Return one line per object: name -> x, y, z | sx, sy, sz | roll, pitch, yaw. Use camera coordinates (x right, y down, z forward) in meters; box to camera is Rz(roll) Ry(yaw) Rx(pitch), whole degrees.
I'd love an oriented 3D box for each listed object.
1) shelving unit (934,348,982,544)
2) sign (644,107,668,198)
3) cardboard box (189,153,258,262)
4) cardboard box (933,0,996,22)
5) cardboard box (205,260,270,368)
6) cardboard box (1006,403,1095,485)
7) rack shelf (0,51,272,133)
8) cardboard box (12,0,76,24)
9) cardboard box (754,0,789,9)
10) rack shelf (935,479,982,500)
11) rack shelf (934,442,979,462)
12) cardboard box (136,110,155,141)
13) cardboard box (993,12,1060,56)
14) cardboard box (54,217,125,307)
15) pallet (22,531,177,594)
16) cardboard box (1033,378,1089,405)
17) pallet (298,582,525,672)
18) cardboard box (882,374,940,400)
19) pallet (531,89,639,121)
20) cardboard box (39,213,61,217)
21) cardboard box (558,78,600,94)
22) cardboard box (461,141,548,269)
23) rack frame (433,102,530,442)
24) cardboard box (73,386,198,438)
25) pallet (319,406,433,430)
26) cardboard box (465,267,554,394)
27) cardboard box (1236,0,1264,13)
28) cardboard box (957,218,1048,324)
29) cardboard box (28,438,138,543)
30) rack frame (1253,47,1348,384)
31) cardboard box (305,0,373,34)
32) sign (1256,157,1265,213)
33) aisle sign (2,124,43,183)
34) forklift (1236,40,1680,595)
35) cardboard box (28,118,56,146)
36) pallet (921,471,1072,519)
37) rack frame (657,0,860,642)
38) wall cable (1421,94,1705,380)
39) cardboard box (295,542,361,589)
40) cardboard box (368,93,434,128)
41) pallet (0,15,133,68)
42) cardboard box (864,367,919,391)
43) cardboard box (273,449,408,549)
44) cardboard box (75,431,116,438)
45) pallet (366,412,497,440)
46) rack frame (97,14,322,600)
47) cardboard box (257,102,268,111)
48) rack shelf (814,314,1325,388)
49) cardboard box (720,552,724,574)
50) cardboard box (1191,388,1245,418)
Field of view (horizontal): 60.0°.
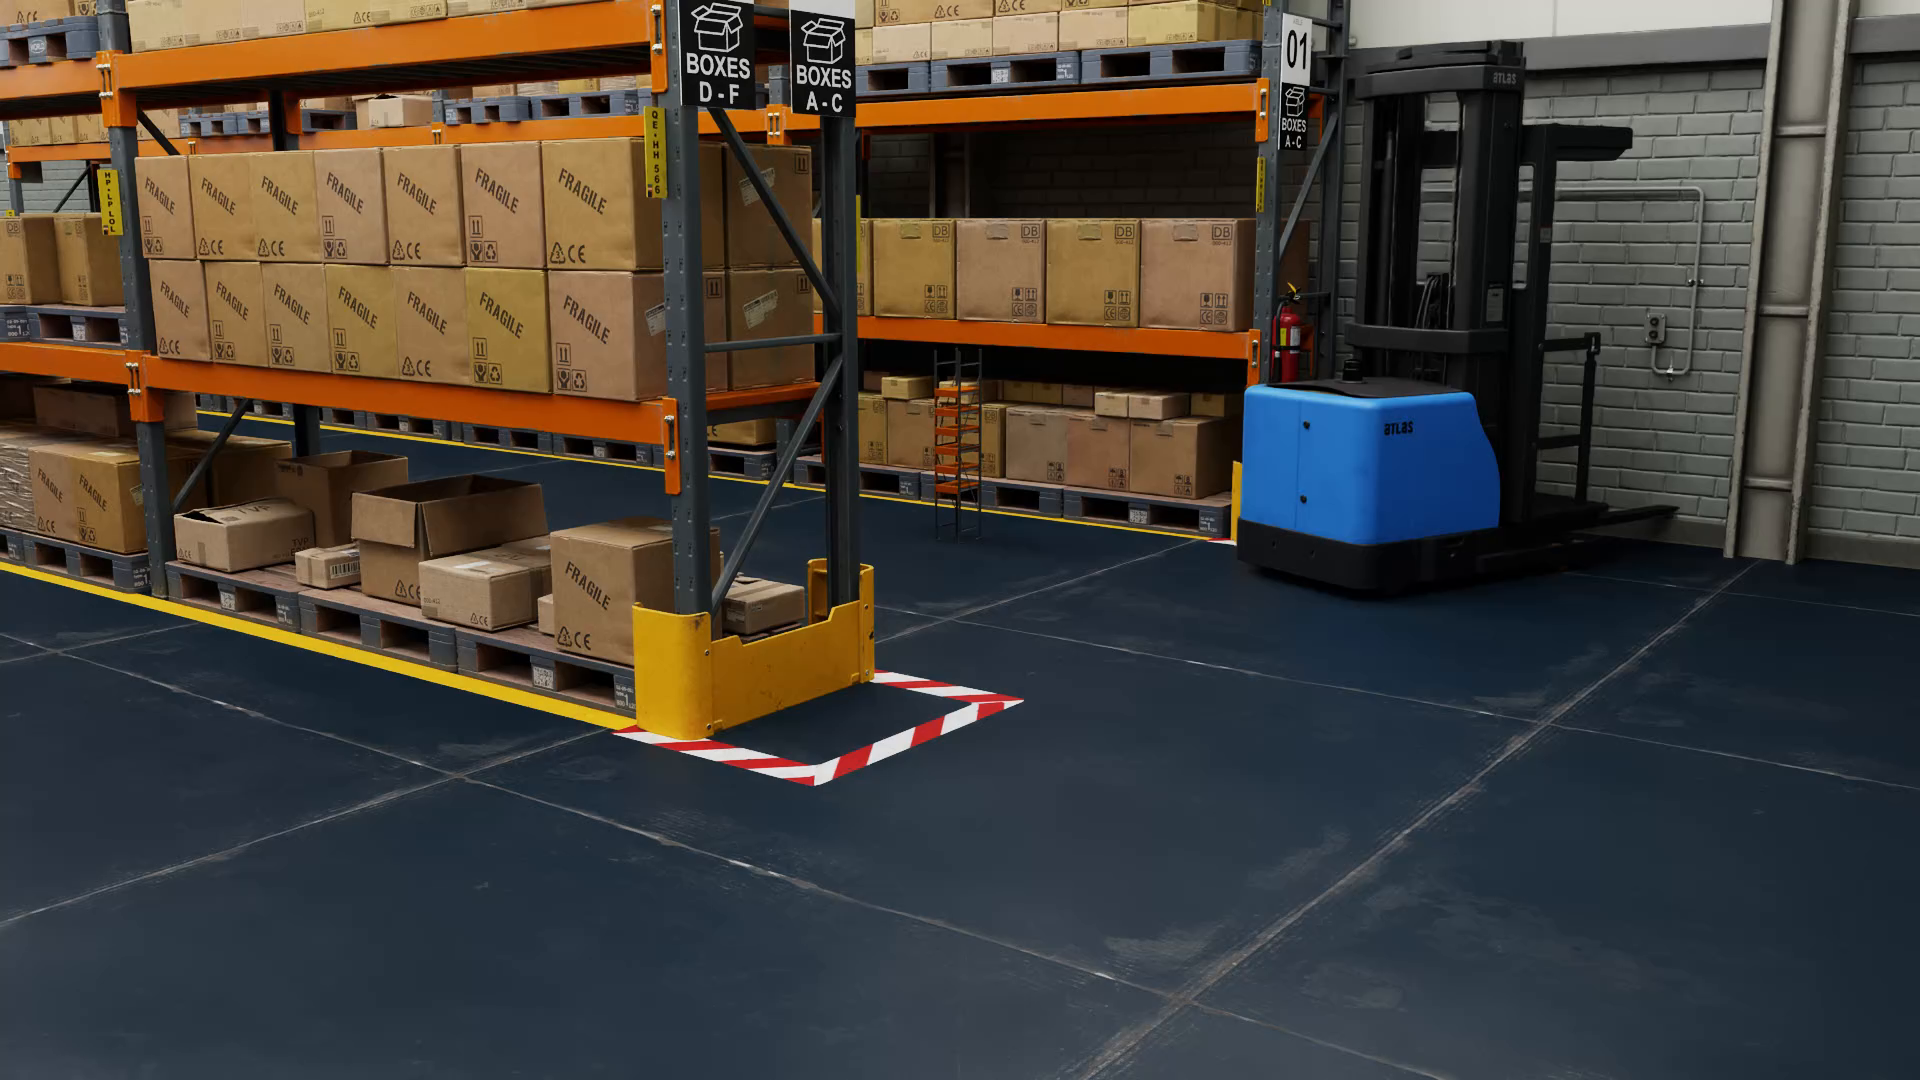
shelving unit -> -0.012, -0.591, 10.424 | 0.189, 1.200, 0.258 | 8, 13, 36
sign -> -1.120, -1.426, 6.123 | 0.005, 0.325, 0.100 | 8, 13, 36
cardboard box -> -3.370, -1.621, 8.115 | 0.500, 0.500, 0.500 | 7, 13, 34
cardboard box -> 0.157, -3.781, 11.333 | 0.500, 0.500, 0.500 | 8, 14, 36
cardboard box -> -3.336, -1.128, 8.199 | 0.500, 0.500, 0.500 | 8, 14, 37
cardboard box -> 0.721, -0.699, 11.720 | 0.500, 0.500, 0.700 | 7, 13, 34
rack shelf -> -5.612, -2.579, 9.961 | 4.000, 0.370, 1.077 | 8, 13, 36
cardboard box -> -4.914, -3.151, 9.393 | 0.600, 0.600, 0.600 | 8, 13, 35
cardboard box -> -1.039, -2.281, 6.920 | 0.500, 0.250, 0.500 | 8, 13, 36
rack shelf -> -0.012, -0.311, 10.478 | 0.180, 0.103, 0.258 | 8, 13, 36
rack shelf -> -0.012, -0.547, 10.433 | 0.180, 0.103, 0.258 | 8, 13, 36
cardboard box -> -8.472, -4.502, 17.692 | 0.500, 0.500, 0.500 | 7, 13, 31
cardboard box -> 0.564, -3.356, 11.108 | 0.500, 0.250, 0.500 | 7, 13, 34
cardboard box -> -4.841, -1.645, 9.768 | 0.700, 0.500, 0.500 | -11, 15, -44
pallet -> -4.678, 0.049, 9.723 | 1.213, 0.211, 1.003 | 8, 13, 36
cardboard box -> 0.726, -1.064, 11.897 | 0.250, 0.149, 0.380 | 8, 14, 36
pallet -> -2.459, 0.349, 8.172 | 1.213, 0.211, 1.003 | 8, 13, 36
cardboard box -> -0.360, -1.125, 12.214 | 0.250, 0.149, 0.380 | 9, 14, 37
pallet -> -2.841, -3.634, 14.015 | 1.213, 0.211, 1.003 | 9, 14, 38
cardboard box -> -10.143, -3.490, 19.042 | 0.500, 0.500, 0.500 | 8, 14, 36
cardboard box -> -2.973, -4.020, 14.091 | 0.500, 0.500, 0.700 | 9, 14, 38
cardboard box -> -1.705, -1.390, 6.920 | 0.500, 0.500, 0.500 | 8, 14, 37
rack frame -> -4.295, -2.443, 15.262 | 0.127, 3.000, 1.000 | 8, 13, 36
cardboard box -> -5.051, -0.796, 10.195 | 0.500, 0.250, 0.500 | 8, 14, 36
pallet -> -5.903, -1.300, 16.691 | 1.213, 0.211, 1.003 | 8, 13, 36
cardboard box -> -1.718, -0.901, 7.025 | 0.500, 0.500, 0.500 | 8, 14, 36
cardboard box -> 1.708, -3.685, 10.837 | 0.500, 0.500, 0.500 | 7, 13, 33
cardboard box -> 0.534, -1.914, 11.737 | 0.700, 0.700, 0.980 | 7, 13, 33
cardboard box -> -4.960, -0.292, 9.565 | 0.500, 0.500, 0.500 | 8, 14, 36
rack frame -> 2.154, -1.544, 10.613 | 0.127, 3.000, 1.000 | 8, 13, 36
cardboard box -> -2.546, -2.372, 7.393 | 0.500, 0.250, 0.500 | 8, 13, 36
sign -> 1.821, -2.147, 10.059 | 0.005, 0.325, 0.100 | 8, 13, 36
aisle sign -> -10.978, -4.581, 19.468 | 0.004, 0.787, 0.394 | 8, 13, 36
forklift -> 3.114, -1.335, 9.714 | 3.031, 2.935, 1.130 | -7, 13, -32
cardboard box -> -10.209, -4.733, 18.882 | 0.500, 0.500, 0.500 | 9, 14, 39
pallet -> 0.484, -0.390, 11.990 | 1.213, 0.211, 1.003 | 8, 13, 36
rack frame -> -0.776, -0.785, 6.691 | 0.127, 3.000, 1.000 | 8, 13, 36
wall cable -> 3.745, -2.044, 10.521 | 1.851, 1.984, 0.084 | 8, 13, 36
cardboard box -> -3.086, 0.116, 8.333 | 0.250, 0.166, 0.380 | 8, 13, 36
cardboard box -> -5.035, -3.922, 15.188 | 0.500, 0.311, 0.500 | 8, 13, 36
pallet -> -4.484, -2.699, 9.183 | 1.003, 0.211, 1.213 | 8, 13, 36
cardboard box -> -0.528, -1.238, 12.799 | 0.250, 0.149, 0.380 | 8, 13, 35
cardboard box -> -3.372, -0.203, 9.104 | 0.500, 0.500, 0.500 | 8, 13, 36
cardboard box -> -5.080, -0.431, 10.282 | 0.500, 0.500, 0.500 | 8, 14, 36
pallet -> -4.923, -1.162, 15.982 | 1.213, 0.211, 1.003 | 8, 13, 36
rack frame -> -4.000, -1.235, 9.015 | 0.127, 3.000, 1.000 | 8, 13, 36
cardboard box -> -6.629, -4.385, 16.531 | 0.500, 0.311, 0.500 | 8, 14, 37
rack shelf -> 0.542, -1.416, 11.843 | 4.000, 0.370, 1.077 | 8, 13, 36
cardboard box -> -1.449, 0.188, 7.741 | 0.500, 0.250, 0.500 | 8, 13, 36
cardboard box -> 1.749, -0.921, 11.162 | 0.250, 0.149, 0.380 | 8, 14, 36
